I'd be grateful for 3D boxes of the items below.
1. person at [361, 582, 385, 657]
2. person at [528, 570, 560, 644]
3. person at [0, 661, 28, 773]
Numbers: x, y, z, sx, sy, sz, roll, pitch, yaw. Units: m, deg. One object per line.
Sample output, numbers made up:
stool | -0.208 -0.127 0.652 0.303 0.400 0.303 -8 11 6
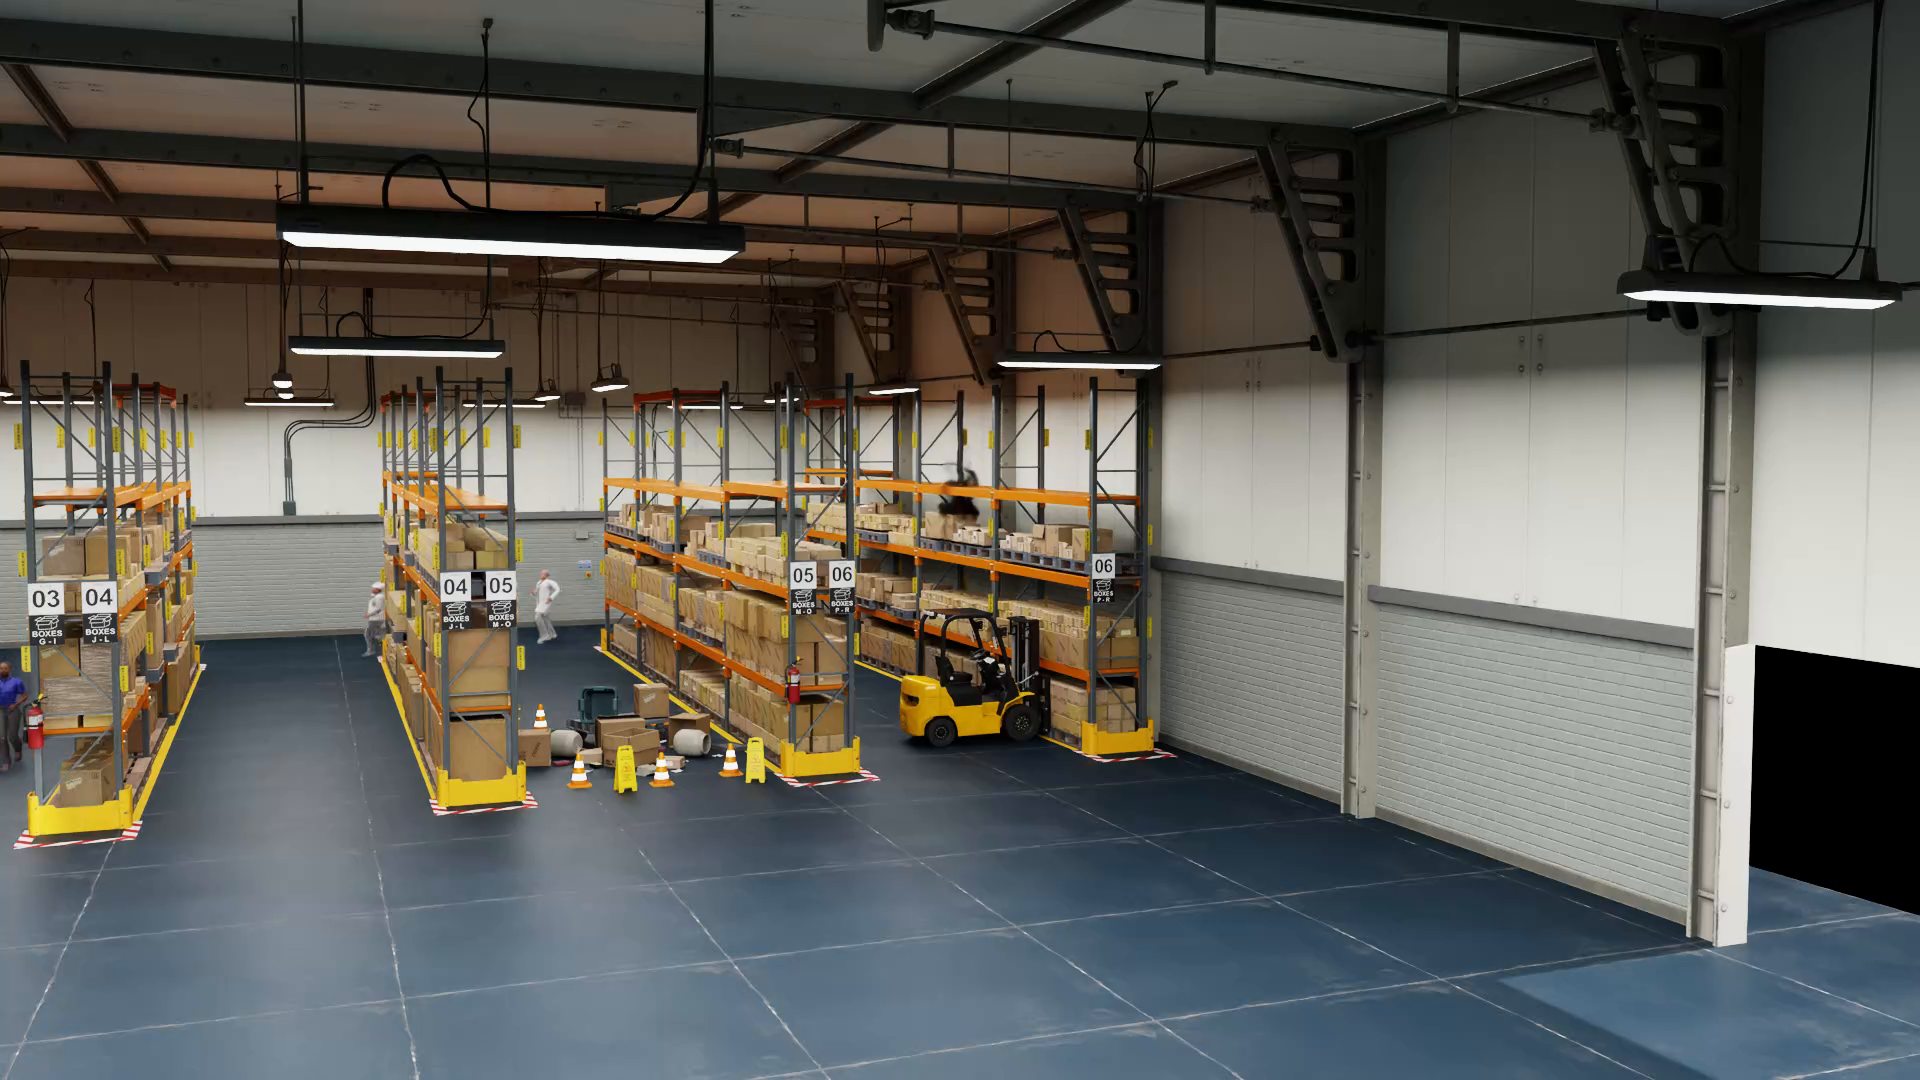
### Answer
person | -13.459 1.831 38.461 0.739 1.754 0.693 -2 4 -25
person | -10.302 1.646 41.119 0.777 1.826 0.685 -3 5 -42
person | -14.519 2.665 25.322 0.585 1.650 0.727 -1 4 -21
